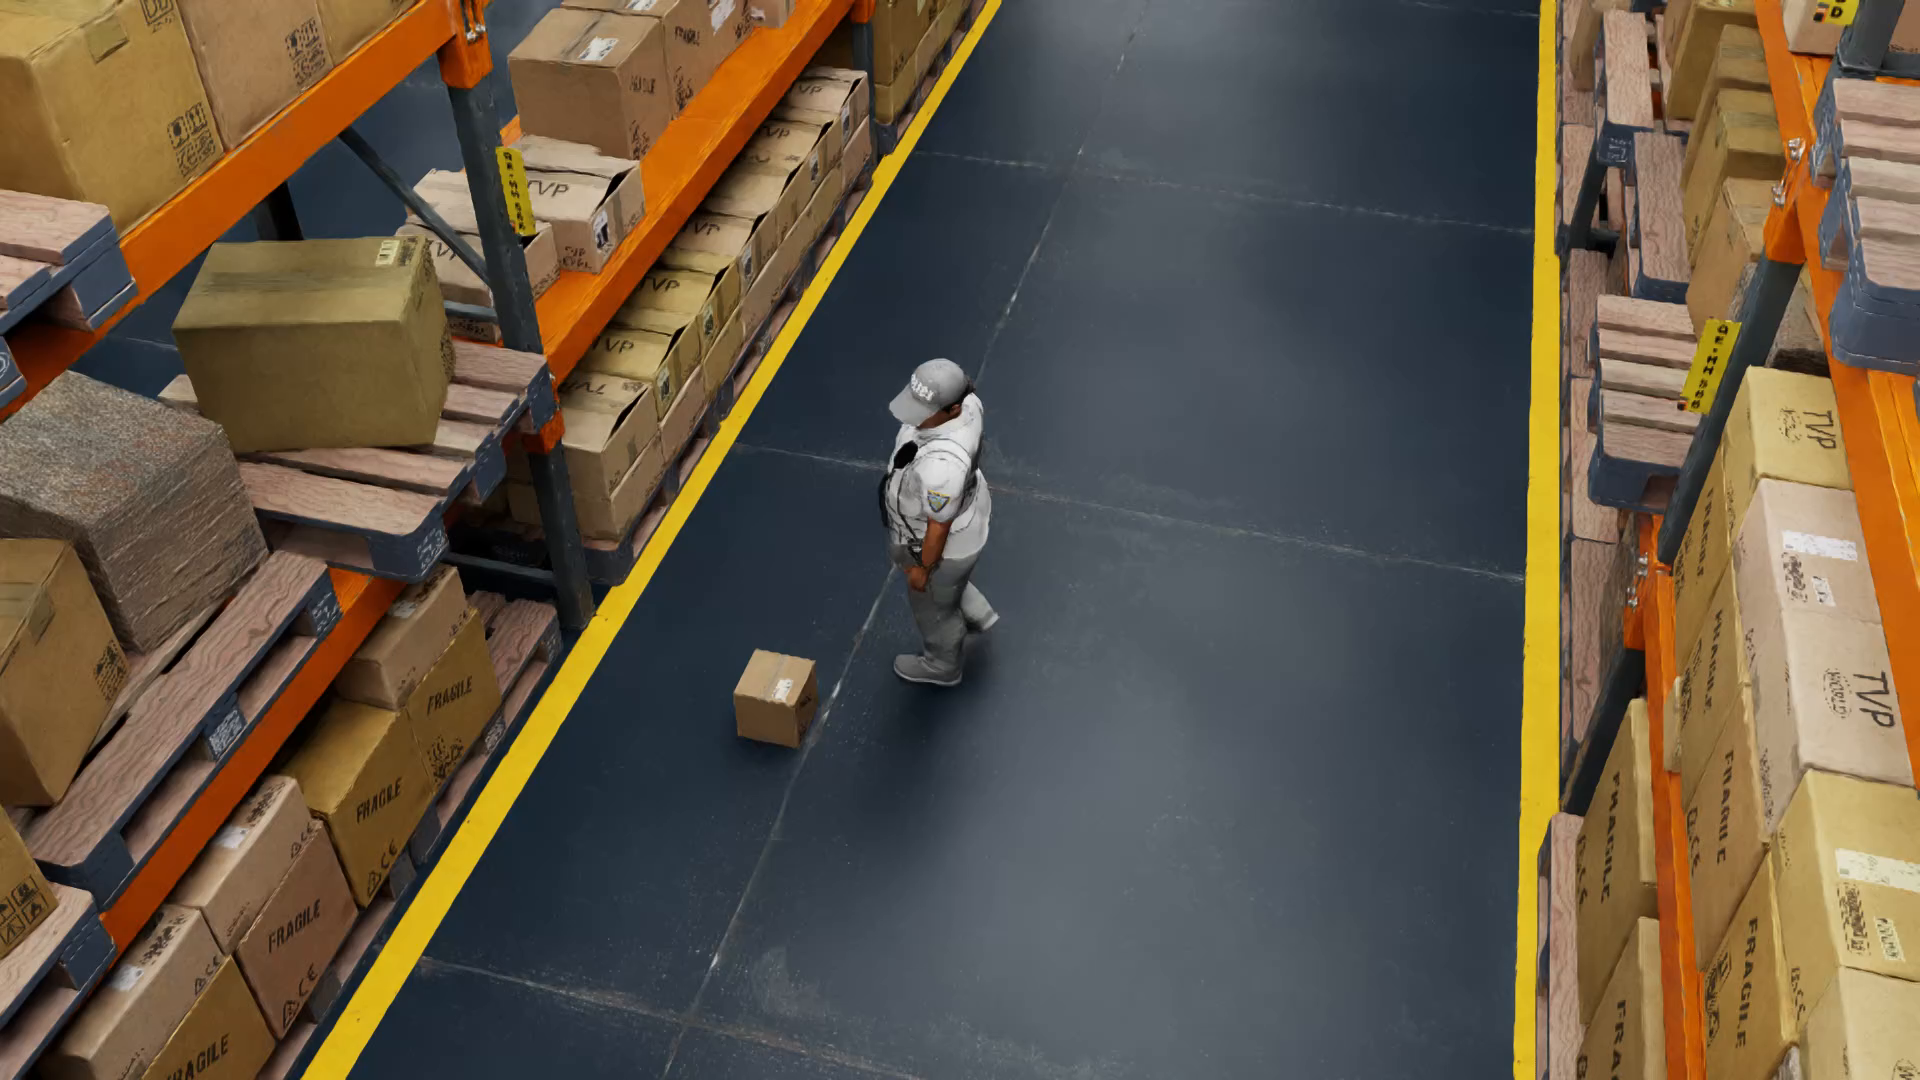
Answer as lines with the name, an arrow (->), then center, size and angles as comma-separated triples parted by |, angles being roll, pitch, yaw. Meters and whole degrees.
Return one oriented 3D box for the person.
person -> -0.083, -0.054, 6.214 | 0.452, 1.665, 0.609 | 5, 42, 6
